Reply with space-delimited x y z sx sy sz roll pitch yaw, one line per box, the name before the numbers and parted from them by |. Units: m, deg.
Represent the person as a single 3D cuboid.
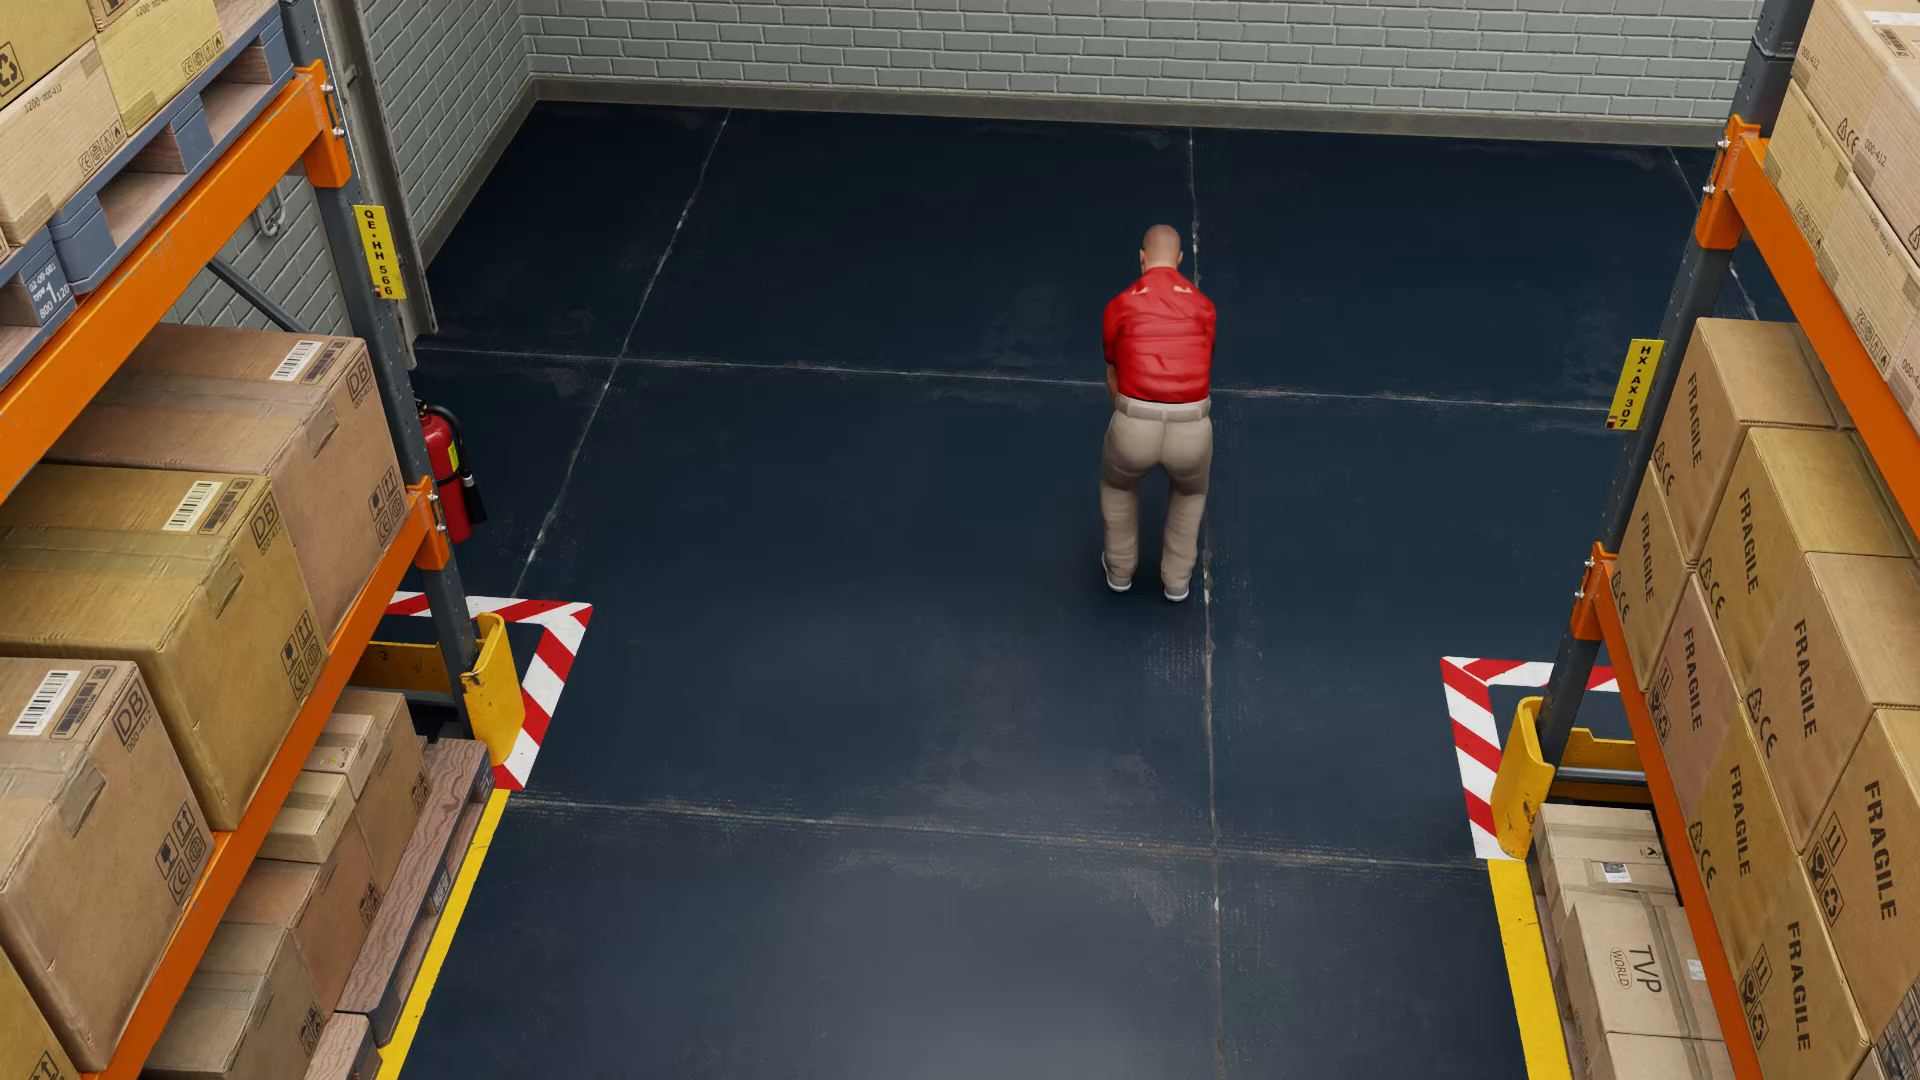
person | 0.815 -0.493 6.958 0.486 1.482 0.779 2 40 3
